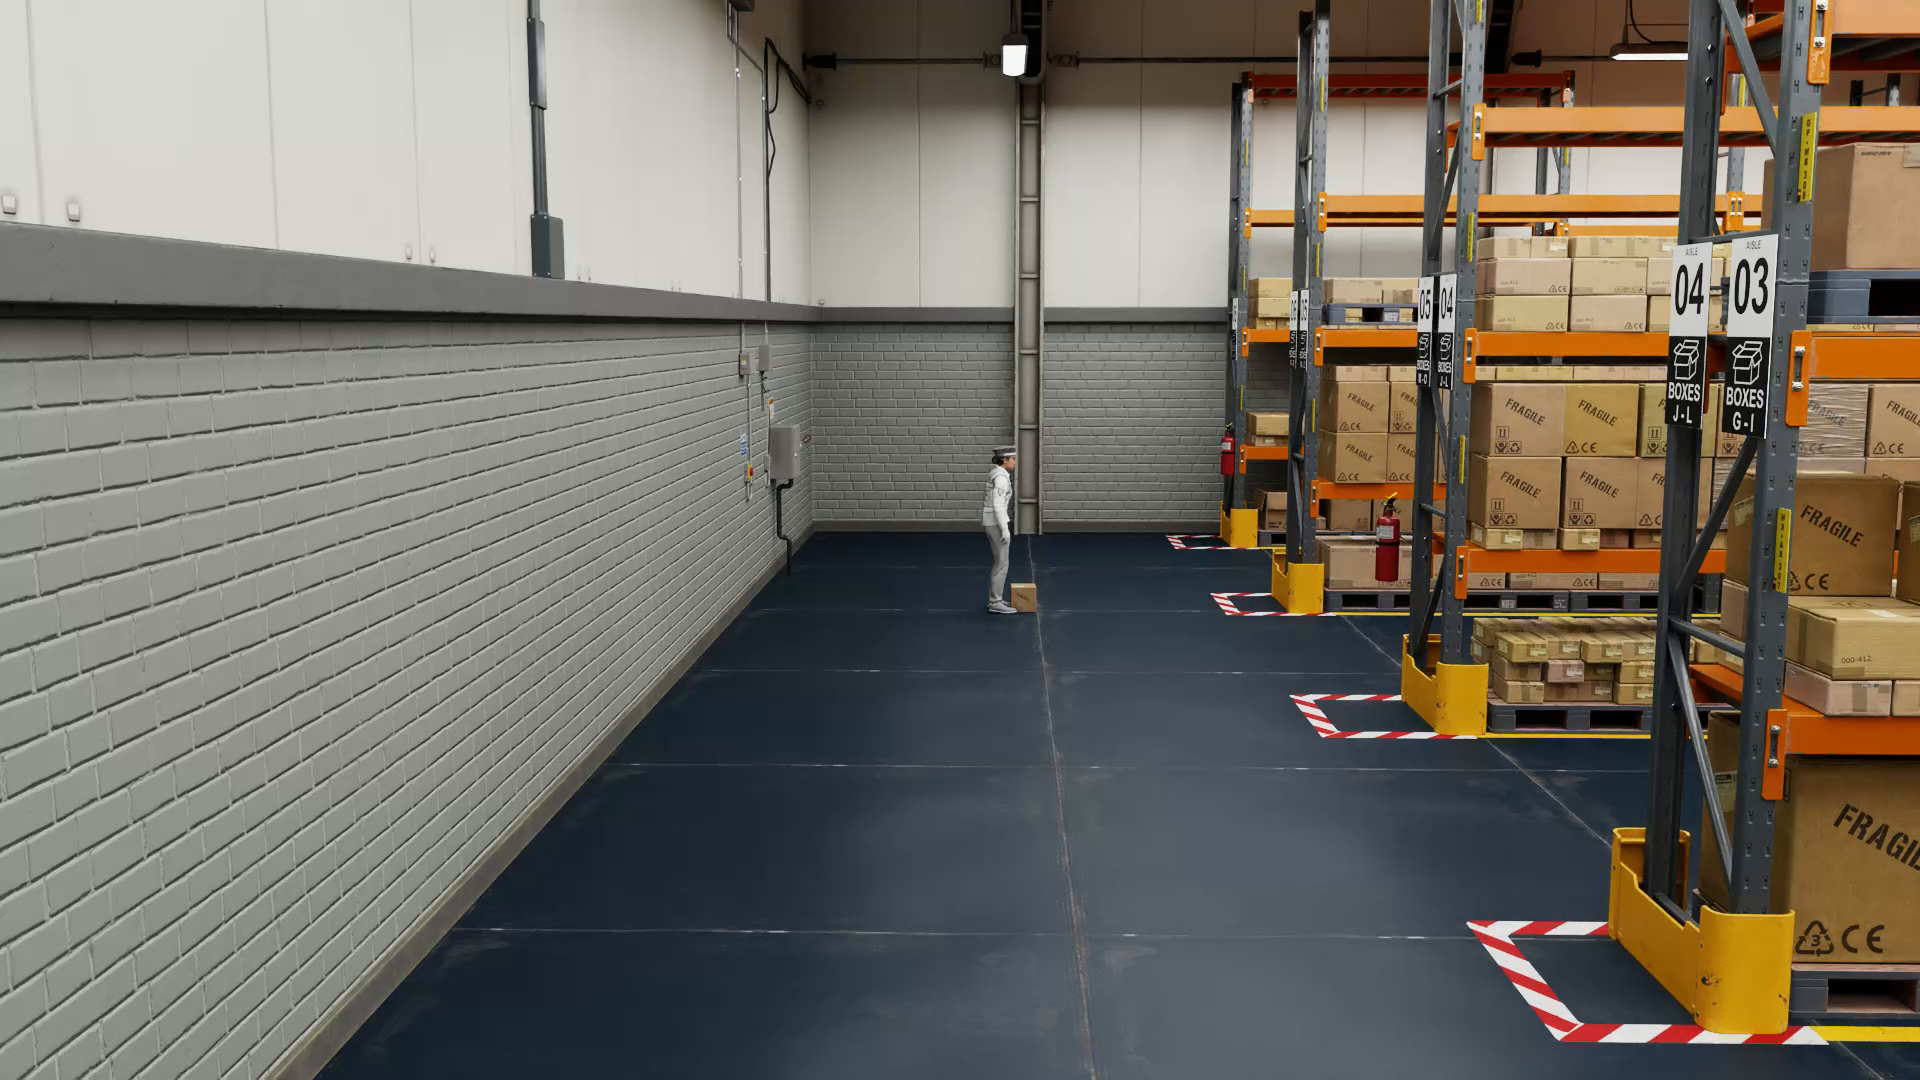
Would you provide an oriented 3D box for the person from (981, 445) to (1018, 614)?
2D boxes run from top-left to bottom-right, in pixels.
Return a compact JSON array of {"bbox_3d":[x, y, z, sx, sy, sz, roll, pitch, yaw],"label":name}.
[{"bbox_3d":[0.399,-0.120,16.684,0.370,1.666,0.544,0,7,-1],"label":"person"}]
